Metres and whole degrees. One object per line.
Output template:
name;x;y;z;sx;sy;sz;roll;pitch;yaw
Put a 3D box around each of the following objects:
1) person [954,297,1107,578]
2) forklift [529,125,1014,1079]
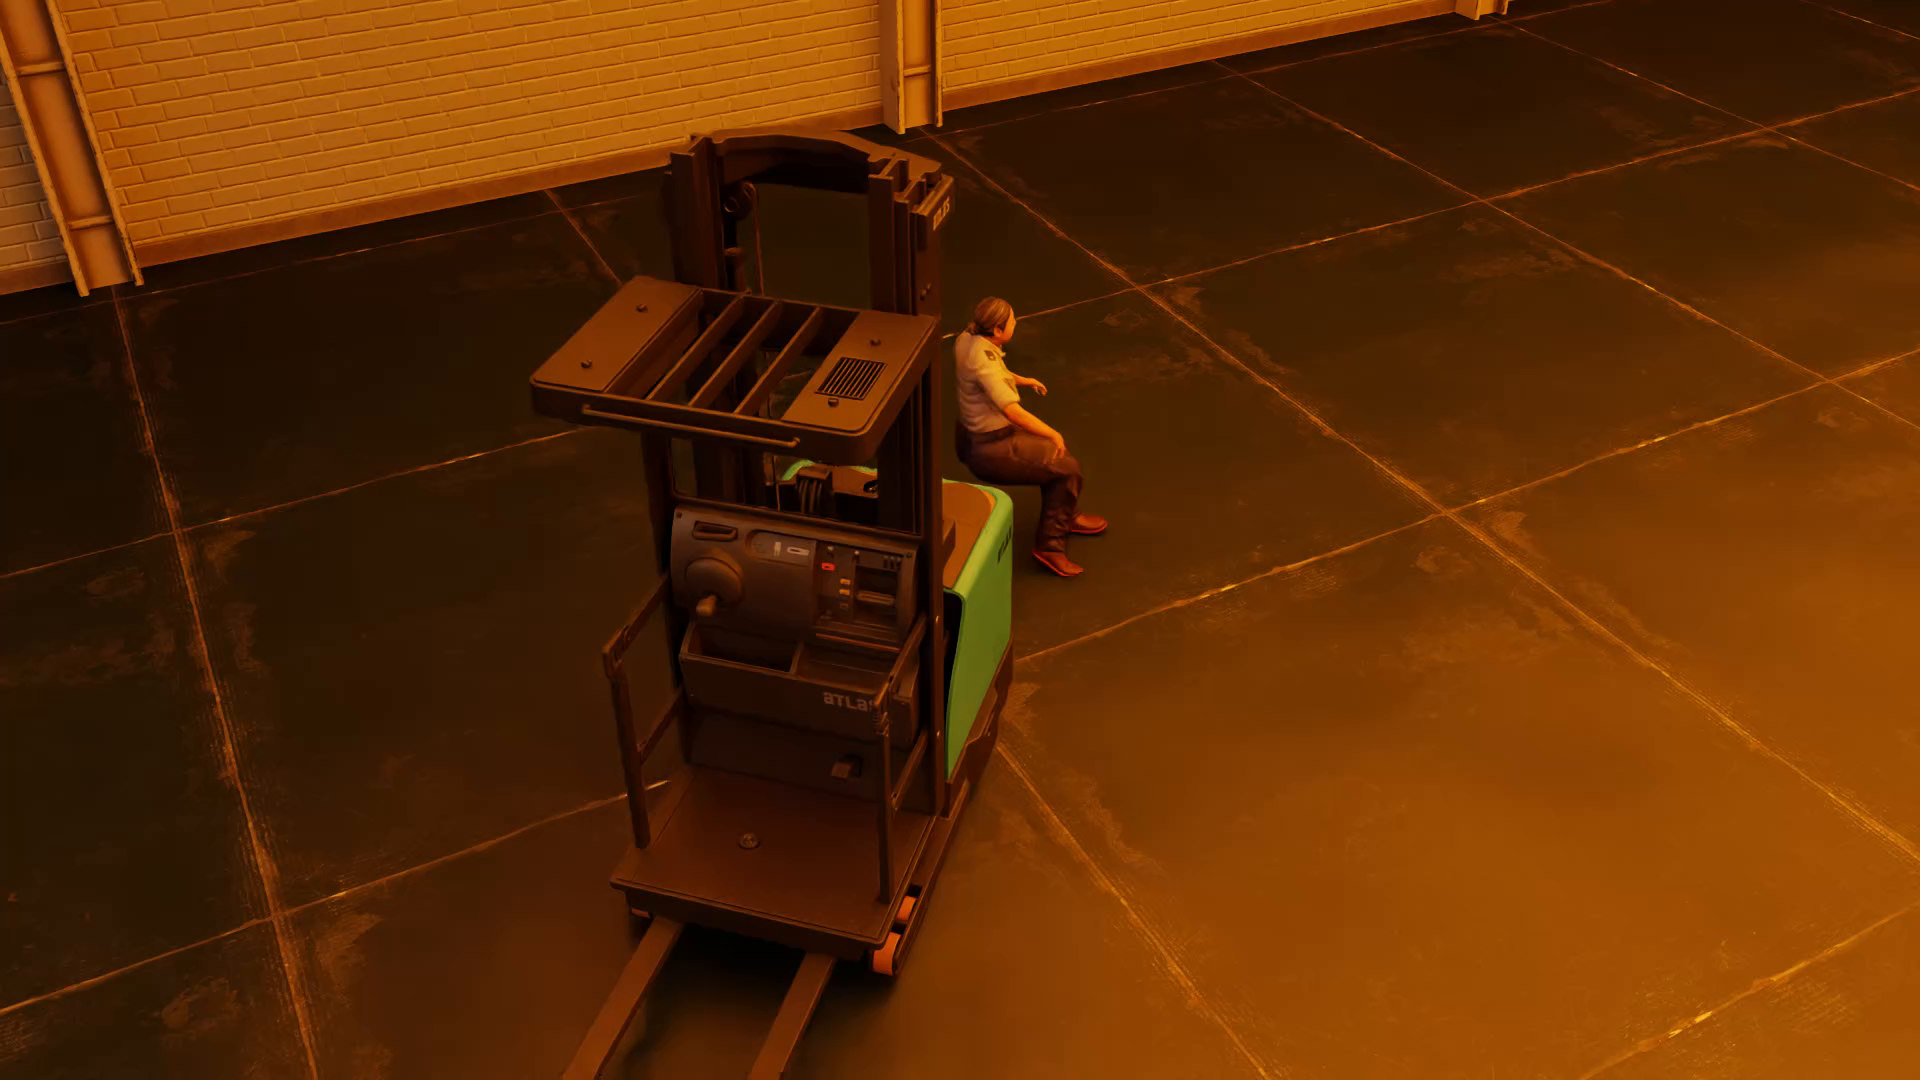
person;0.373;-0.568;8.277;0.804;1.448;0.778;-13;37;-18
forklift;-0.667;0.199;5.842;1.130;2.935;3.031;10;36;13
